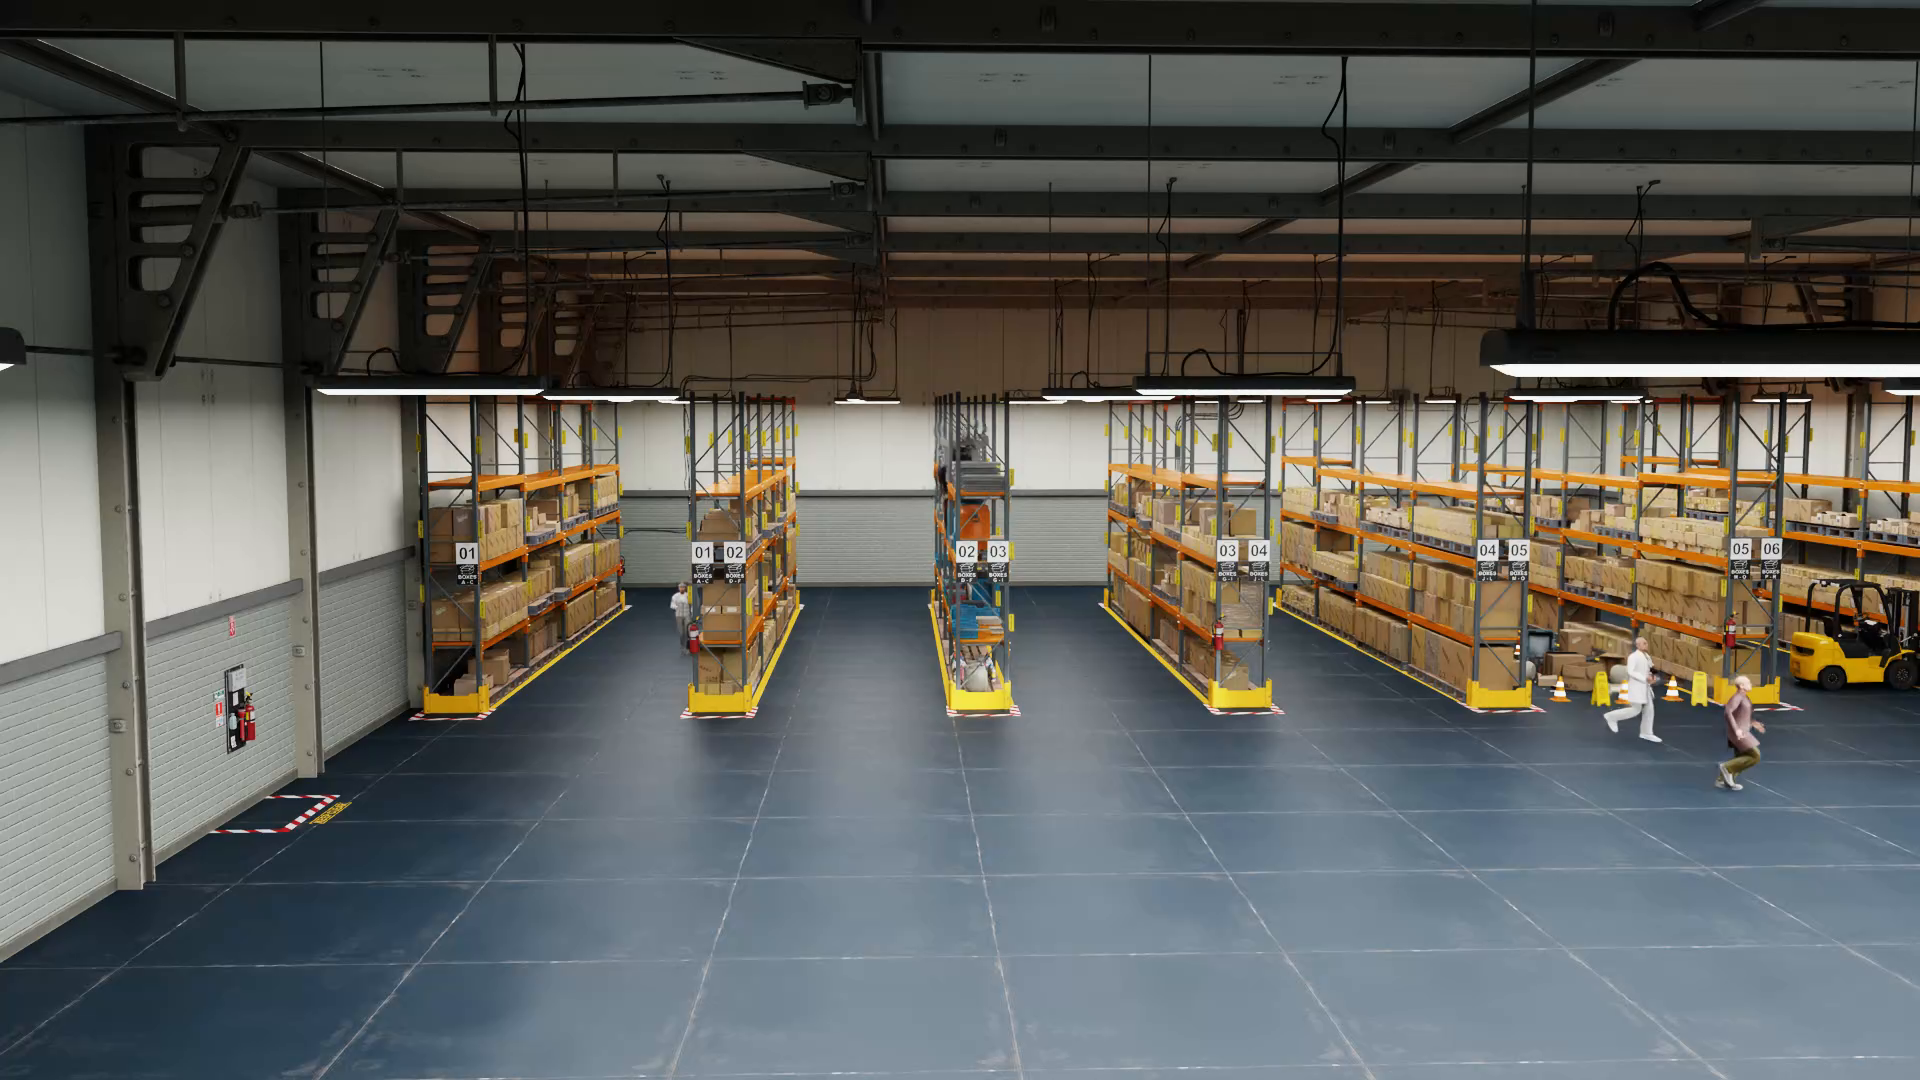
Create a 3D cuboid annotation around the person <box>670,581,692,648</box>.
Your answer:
[{"bbox_3d":[-6.404,1.720,38.486,0.590,1.565,0.705,0,5,-5],"label":"person"}]

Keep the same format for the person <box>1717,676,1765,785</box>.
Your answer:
[{"bbox_3d":[11.655,2.892,24.799,0.632,1.570,0.660,2,5,26],"label":"person"}]

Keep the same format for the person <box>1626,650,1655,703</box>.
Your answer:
[{"bbox_3d":[11.720,2.339,28.612,0.440,0.931,0.718,4,6,44],"label":"person"}]

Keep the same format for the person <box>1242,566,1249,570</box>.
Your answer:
[{"bbox_3d":[8.018,1.352,45.870,0.574,1.415,0.517,0,5,-6],"label":"person"}]
